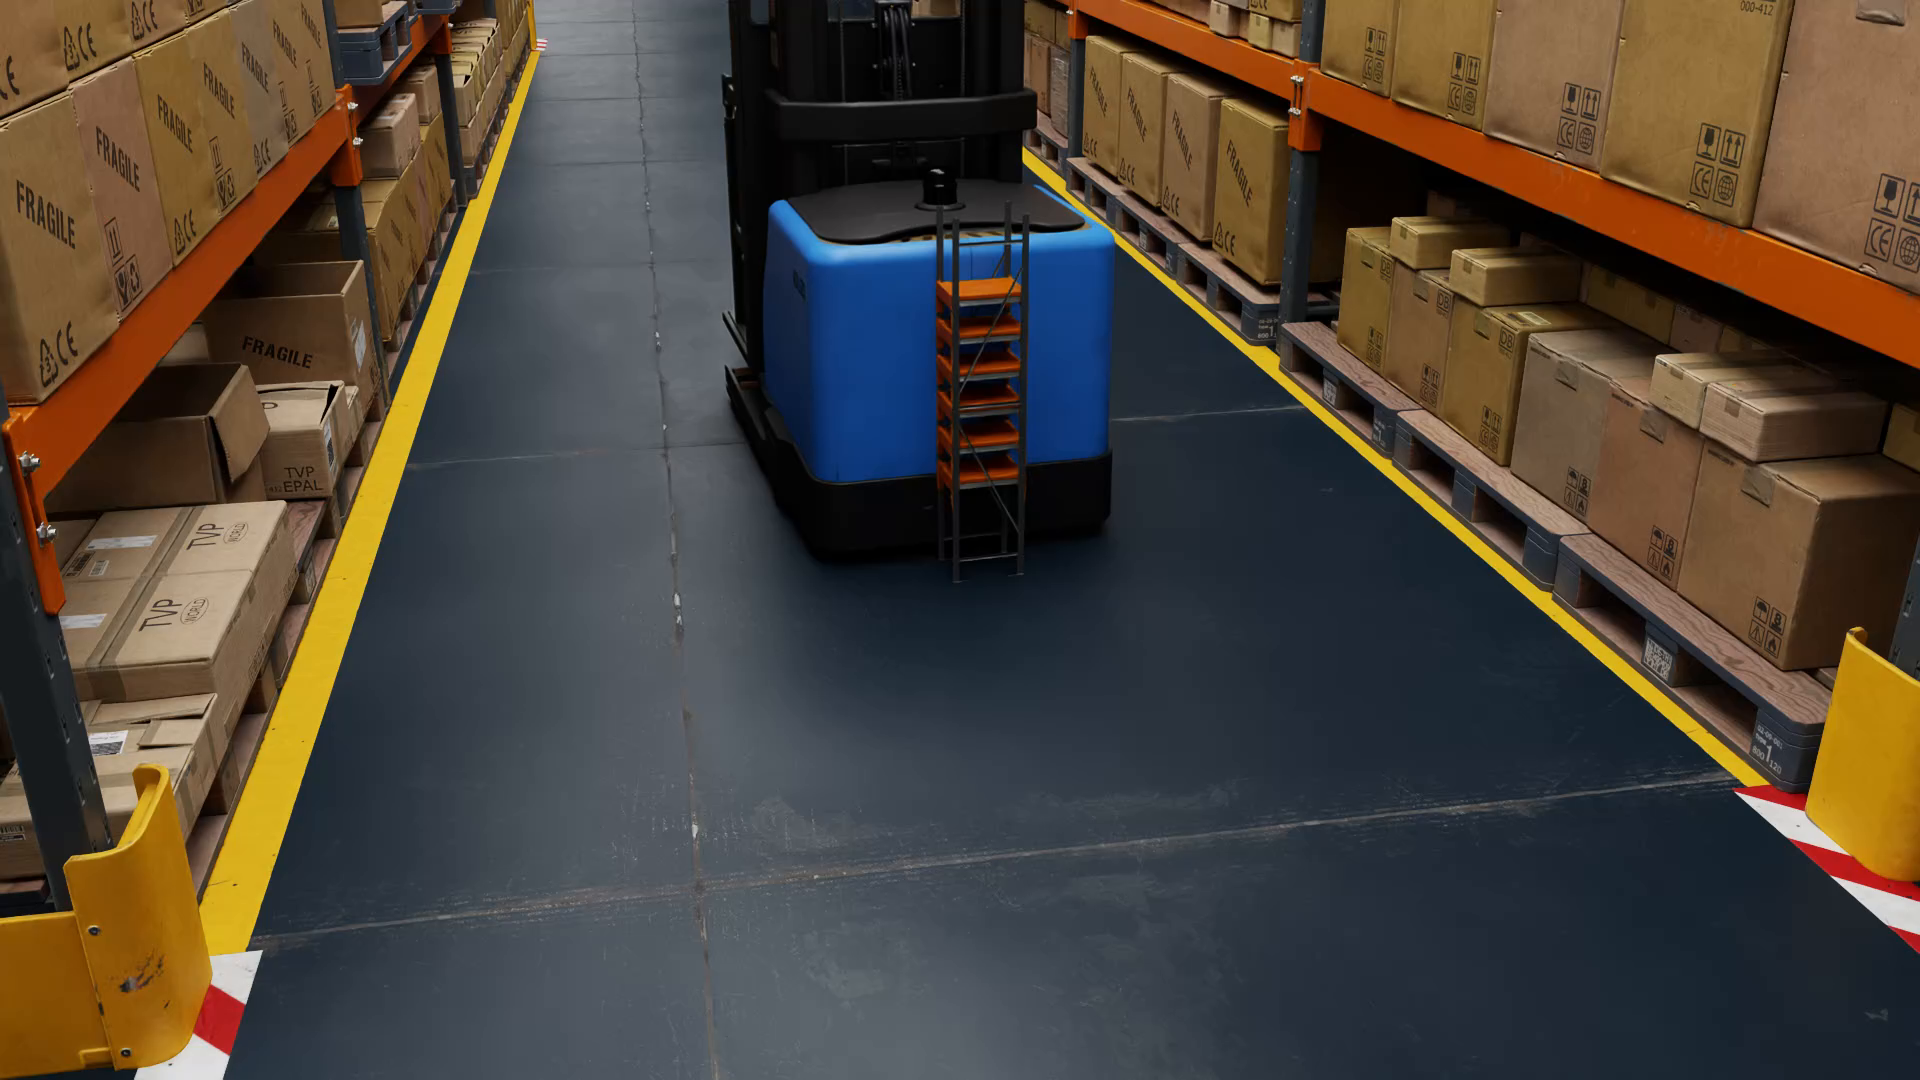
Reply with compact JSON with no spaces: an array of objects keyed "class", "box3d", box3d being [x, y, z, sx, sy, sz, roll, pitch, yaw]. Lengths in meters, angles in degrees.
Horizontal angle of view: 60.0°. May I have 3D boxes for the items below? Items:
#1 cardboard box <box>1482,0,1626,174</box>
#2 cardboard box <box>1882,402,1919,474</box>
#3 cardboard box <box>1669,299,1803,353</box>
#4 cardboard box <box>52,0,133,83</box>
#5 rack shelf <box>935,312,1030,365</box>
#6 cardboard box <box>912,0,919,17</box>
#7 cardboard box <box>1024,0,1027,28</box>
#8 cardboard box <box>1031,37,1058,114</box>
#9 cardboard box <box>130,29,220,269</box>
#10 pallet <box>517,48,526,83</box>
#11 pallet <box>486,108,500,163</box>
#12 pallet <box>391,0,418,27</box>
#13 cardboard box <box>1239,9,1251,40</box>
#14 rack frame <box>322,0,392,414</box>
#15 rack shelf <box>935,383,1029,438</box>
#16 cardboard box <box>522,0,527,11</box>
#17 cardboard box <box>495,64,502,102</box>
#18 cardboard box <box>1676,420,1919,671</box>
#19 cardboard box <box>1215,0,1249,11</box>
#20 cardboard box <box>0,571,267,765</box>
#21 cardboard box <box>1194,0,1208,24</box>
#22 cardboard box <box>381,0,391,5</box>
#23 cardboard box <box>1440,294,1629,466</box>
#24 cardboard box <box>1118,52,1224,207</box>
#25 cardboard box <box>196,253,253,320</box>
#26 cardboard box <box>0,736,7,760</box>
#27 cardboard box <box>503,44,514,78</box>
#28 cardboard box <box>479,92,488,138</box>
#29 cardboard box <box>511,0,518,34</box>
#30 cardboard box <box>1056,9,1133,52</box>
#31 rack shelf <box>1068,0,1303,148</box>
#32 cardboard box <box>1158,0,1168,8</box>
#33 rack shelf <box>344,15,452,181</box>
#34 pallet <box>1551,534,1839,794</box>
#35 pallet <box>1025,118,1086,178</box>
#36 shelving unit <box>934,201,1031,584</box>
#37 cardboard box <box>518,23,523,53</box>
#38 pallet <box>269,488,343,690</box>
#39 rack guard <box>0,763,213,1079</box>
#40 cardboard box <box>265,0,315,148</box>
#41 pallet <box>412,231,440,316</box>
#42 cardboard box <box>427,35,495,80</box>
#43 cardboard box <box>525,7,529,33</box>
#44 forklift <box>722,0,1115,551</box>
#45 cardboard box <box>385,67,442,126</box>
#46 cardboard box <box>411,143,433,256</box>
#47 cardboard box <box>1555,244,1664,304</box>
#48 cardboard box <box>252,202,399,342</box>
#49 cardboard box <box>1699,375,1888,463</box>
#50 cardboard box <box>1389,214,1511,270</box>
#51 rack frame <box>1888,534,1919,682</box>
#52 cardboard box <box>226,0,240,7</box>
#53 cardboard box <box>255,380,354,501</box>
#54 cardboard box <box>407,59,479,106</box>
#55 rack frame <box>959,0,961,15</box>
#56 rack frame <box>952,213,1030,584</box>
[{"class":"cardboard box","box3d":[2.328,-1.609,5.313,0.980,0.700,0.700,-5,24,-12]},{"class":"cardboard box","box3d":[2.702,-0.264,4.395,0.380,0.149,0.250,-4,24,-9]},{"class":"cardboard box","box3d":[2.514,-0.662,5.305,0.380,0.149,0.250,-4,24,-9]},{"class":"cardboard box","box3d":[-2.085,-1.221,3.424,0.500,0.500,0.500,-4,24,-9]},{"class":"rack shelf","box3d":[0.068,-0.633,5.213,0.258,0.103,0.180,-6,24,-14]},{"class":"cardboard box","box3d":[-0.209,-5.670,17.795,0.500,0.311,0.500,-7,25,-16]},{"class":"cardboard box","box3d":[0.728,-4.345,13.587,0.500,0.250,0.500,-5,24,-11]},{"class":"cardboard box","box3d":[0.946,-3.573,12.756,0.700,0.500,0.500,-4,24,-10]},{"class":"cardboard box","box3d":[-2.171,-0.958,4.071,0.500,0.500,0.500,-4,24,-10]},{"class":"pallet","box3d":[-4.711,-4.557,15.920,1.003,0.211,1.213,-4,24,-10]},{"class":"pallet","box3d":[-3.973,-2.993,12.338,1.003,0.211,1.213,-4,24,-10]},{"class":"pallet","box3d":[-3.273,-2.612,8.223,1.003,0.211,1.213,-4,24,-10]},{"class":"cardboard box","box3d":[1.556,-2.468,7.943,0.380,0.149,0.250,-4,24,-8]},{"class":"rack frame","box3d":[-2.897,-1.891,6.333,1.000,3.000,0.127,-4,24,-10]},{"class":"rack shelf","box3d":[0.068,-0.414,5.309,0.258,0.103,0.180,-6,24,-14]},{"class":"cardboard box","box3d":[-4.725,-5.699,17.024,0.500,0.500,0.500,-4,24,-10]},{"class":"cardboard box","box3d":[-3.923,-3.630,13.224,0.500,0.250,0.500,-5,24,-11]},{"class":"cardboard box","box3d":[2.482,-0.001,4.603,0.700,0.500,0.500,-4,24,-10]},{"class":"cardboard box","box3d":[1.533,-2.814,7.923,0.500,0.500,0.500,-4,24,-9]},{"class":"cardboard box","box3d":[-2.072,0.309,4.181,0.500,0.250,0.500,-4,24,-10]},{"class":"cardboard box","box3d":[1.438,-2.769,8.630,0.380,0.149,0.250,-5,24,-11]},{"class":"cardboard box","box3d":[-2.954,-2.598,7.302,0.700,0.500,0.500,-1,24,-1]},{"class":"cardboard box","box3d":[2.190,-0.605,5.986,0.700,0.500,0.500,-4,24,-9]},{"class":"cardboard box","box3d":[1.394,-2.396,9.650,0.750,0.750,0.750,-4,24,-10]},{"class":"cardboard box","box3d":[-3.270,-1.120,7.141,0.500,0.500,0.500,-4,24,-10]},{"class":"cardboard box","box3d":[-2.487,0.417,4.038,0.380,0.166,0.250,-4,24,-10]},{"class":"cardboard box","box3d":[-4.164,-4.175,14.473,0.500,0.250,0.500,-4,24,-10]},{"class":"cardboard box","box3d":[-3.641,-3.027,11.843,0.500,0.250,0.500,-5,24,-11]},{"class":"cardboard box","box3d":[-4.340,-4.913,15.225,0.500,0.500,0.500,-4,24,-10]},{"class":"cardboard box","box3d":[1.003,-3.741,12.204,0.500,0.250,0.500,-4,24,-9]},{"class":"rack shelf","box3d":[1.601,-2.717,9.121,1.077,0.370,4.000,-4,24,-10]},{"class":"cardboard box","box3d":[1.329,-3.076,9.335,0.380,0.149,0.250,-4,24,-9]},{"class":"rack shelf","box3d":[-3.267,-2.348,8.278,1.077,0.370,4.000,-4,24,-10]},{"class":"pallet","box3d":[2.485,0.283,4.838,1.003,0.211,1.213,-4,24,-10]},{"class":"pallet","box3d":[1.088,-2.863,12.040,1.003,0.211,1.213,-4,24,-10]},{"class":"shelving unit","box3d":[0.068,-0.454,5.291,0.258,1.200,0.189,-6,24,-14]},{"class":"cardboard box","box3d":[-4.437,-4.766,15.825,0.500,0.250,0.500,-4,24,-10]},{"class":"pallet","box3d":[-2.542,0.138,5.172,1.003,0.211,1.213,-4,24,-10]},{"class":"rack guard","box3d":[-2.172,0.798,3.299,1.175,0.500,0.348,-4,24,-10]},{"class":"cardboard box","box3d":[-2.456,-1.557,5.442,0.500,0.500,0.500,-4,24,-8]},{"class":"pallet","box3d":[-3.314,-1.412,8.718,1.003,0.211,1.213,-4,24,-10]},{"class":"cardboard box","box3d":[-3.828,-3.689,12.658,0.500,0.311,0.500,-4,24,-10]},{"class":"cardboard box","box3d":[-4.727,-5.355,17.174,0.500,0.250,0.500,-4,24,-10]},{"class":"forklift","box3d":[-0.365,-1.869,6.368,1.130,2.935,3.031,-6,24,-14]},{"class":"cardboard box","box3d":[-3.219,-2.492,9.345,0.500,0.250,0.500,-3,24,-8]},{"class":"cardboard box","box3d":[-3.035,-1.761,8.607,0.500,0.500,0.500,-5,24,-12]},{"class":"cardboard box","box3d":[2.371,-0.964,5.997,0.380,0.149,0.250,-4,24,-9]},{"class":"cardboard box","box3d":[-2.747,-1.156,7.222,0.500,0.500,0.500,-5,24,-12]},{"class":"cardboard box","box3d":[2.280,-0.335,4.558,0.380,0.149,0.250,-5,24,-10]},{"class":"cardboard box","box3d":[1.892,-1.154,6.432,0.380,0.149,0.250,-4,24,-8]},{"class":"rack frame","box3d":[2.710,-0.686,3.573,1.000,3.000,0.127,-4,24,-10]},{"class":"cardboard box","box3d":[-2.359,-1.816,4.787,0.500,0.500,0.500,-4,24,-9]},{"class":"cardboard box","box3d":[-2.374,-0.363,5.643,0.500,0.311,0.500,-4,24,-10]},{"class":"cardboard box","box3d":[-3.550,-3.088,11.283,0.500,0.311,0.500,-5,24,-11]},{"class":"rack frame","box3d":[0.491,-5.406,14.381,1.000,3.000,0.127,-4,24,-10]},{"class":"rack frame","box3d":[0.093,-0.419,5.210,0.240,1.200,0.006,-6,24,-14]}]
